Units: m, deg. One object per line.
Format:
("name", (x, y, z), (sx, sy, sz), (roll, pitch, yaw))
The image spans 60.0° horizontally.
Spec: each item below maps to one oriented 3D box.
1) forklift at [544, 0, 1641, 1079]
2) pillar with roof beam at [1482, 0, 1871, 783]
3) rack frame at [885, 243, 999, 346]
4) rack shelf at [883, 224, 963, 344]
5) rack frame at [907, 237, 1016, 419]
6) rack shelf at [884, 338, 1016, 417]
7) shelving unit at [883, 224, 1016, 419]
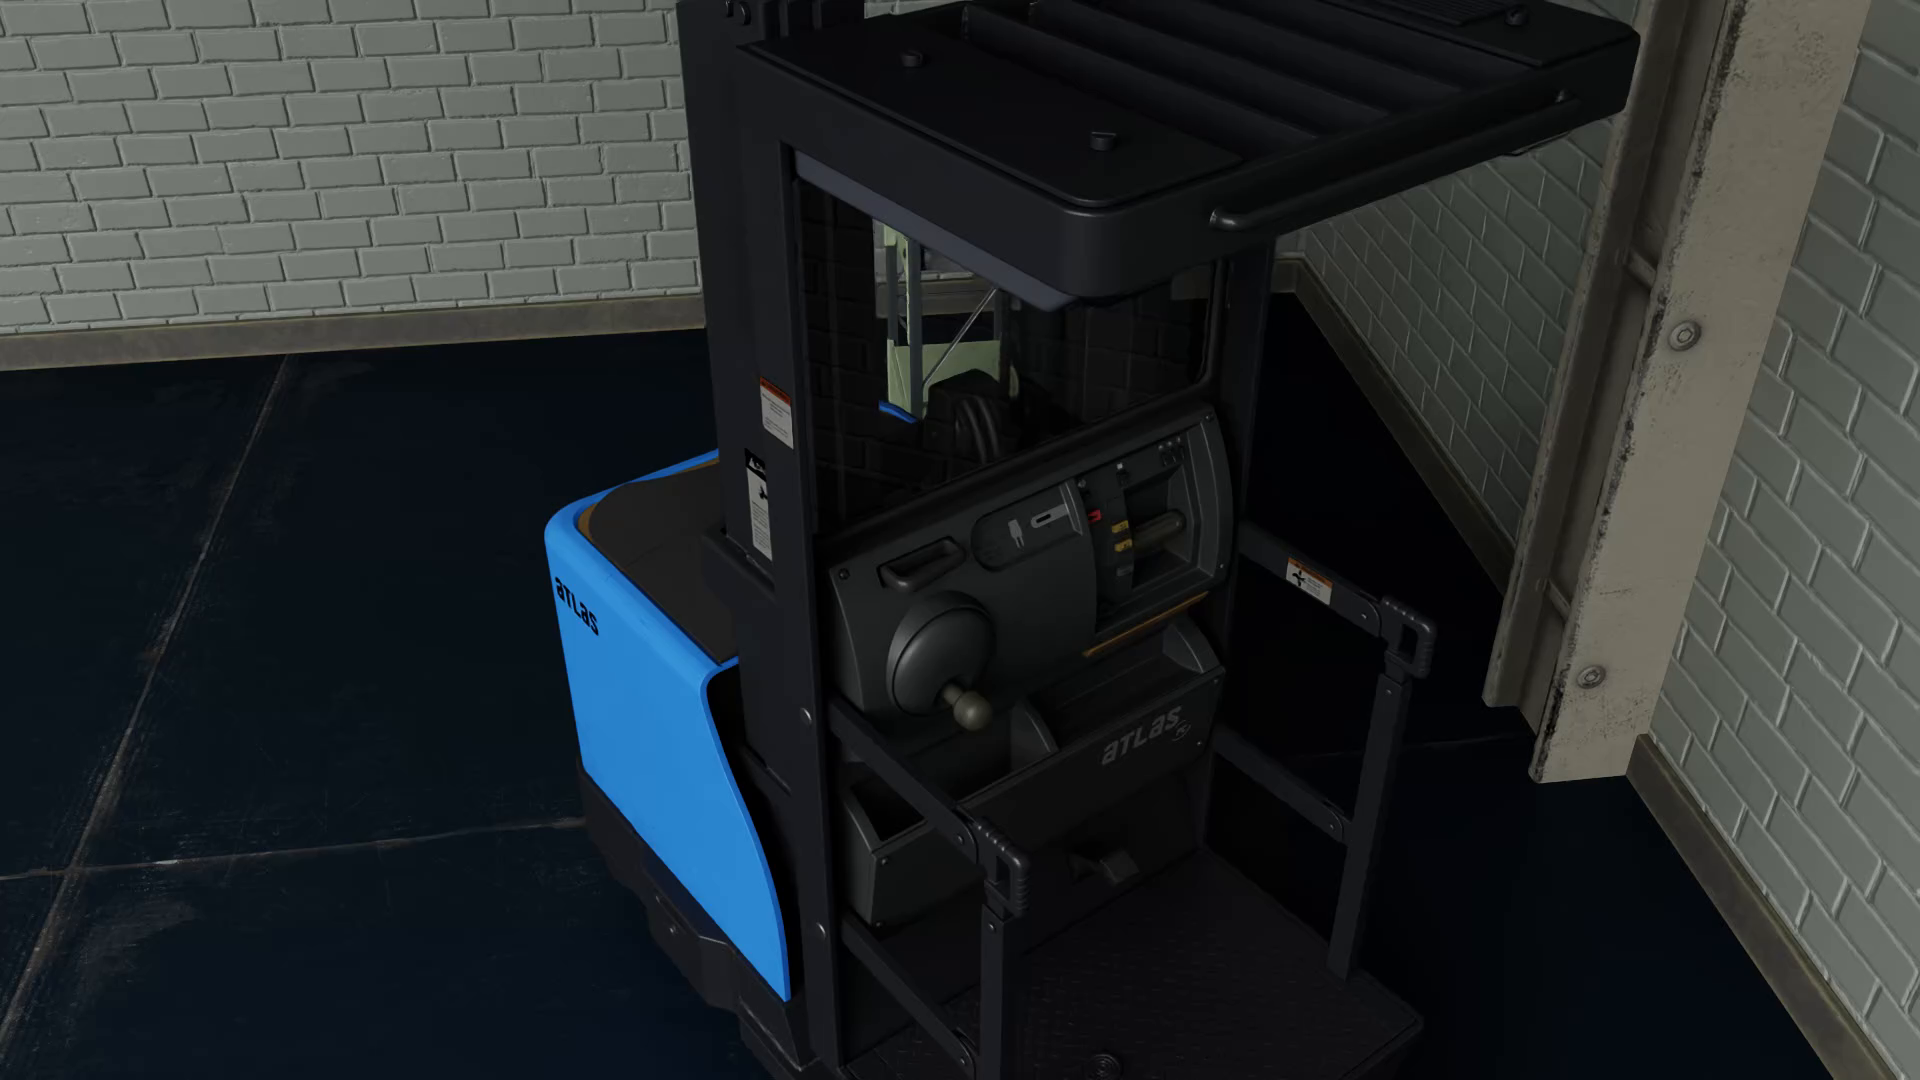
("forklift", (0.294, 0.099, 3.003), (1.130, 2.935, 3.031), (-24, 41, -30))
("pillar with roof beam", (-2.503, -2.822, 1.900), (9.100, 9.000, 0.400), (-4, 35, -6))
("rack frame", (-0.050, -0.828, 5.633), (0.400, 1.500, 0.023), (-4, 35, -6))
("rack shelf", (-0.001, -0.946, 5.113), (0.431, 0.370, 0.720), (-4, 35, -6))
("rack frame", (0.048, -0.419, 5.033), (0.400, 1.500, 0.023), (-4, 35, -6))
("rack shelf", (-0.001, -0.354, 5.517), (0.431, 0.370, 0.720), (-4, 35, -6))
("shelving unit", (-0.001, -0.623, 5.333), (0.431, 1.500, 0.755), (-4, 35, -6))
